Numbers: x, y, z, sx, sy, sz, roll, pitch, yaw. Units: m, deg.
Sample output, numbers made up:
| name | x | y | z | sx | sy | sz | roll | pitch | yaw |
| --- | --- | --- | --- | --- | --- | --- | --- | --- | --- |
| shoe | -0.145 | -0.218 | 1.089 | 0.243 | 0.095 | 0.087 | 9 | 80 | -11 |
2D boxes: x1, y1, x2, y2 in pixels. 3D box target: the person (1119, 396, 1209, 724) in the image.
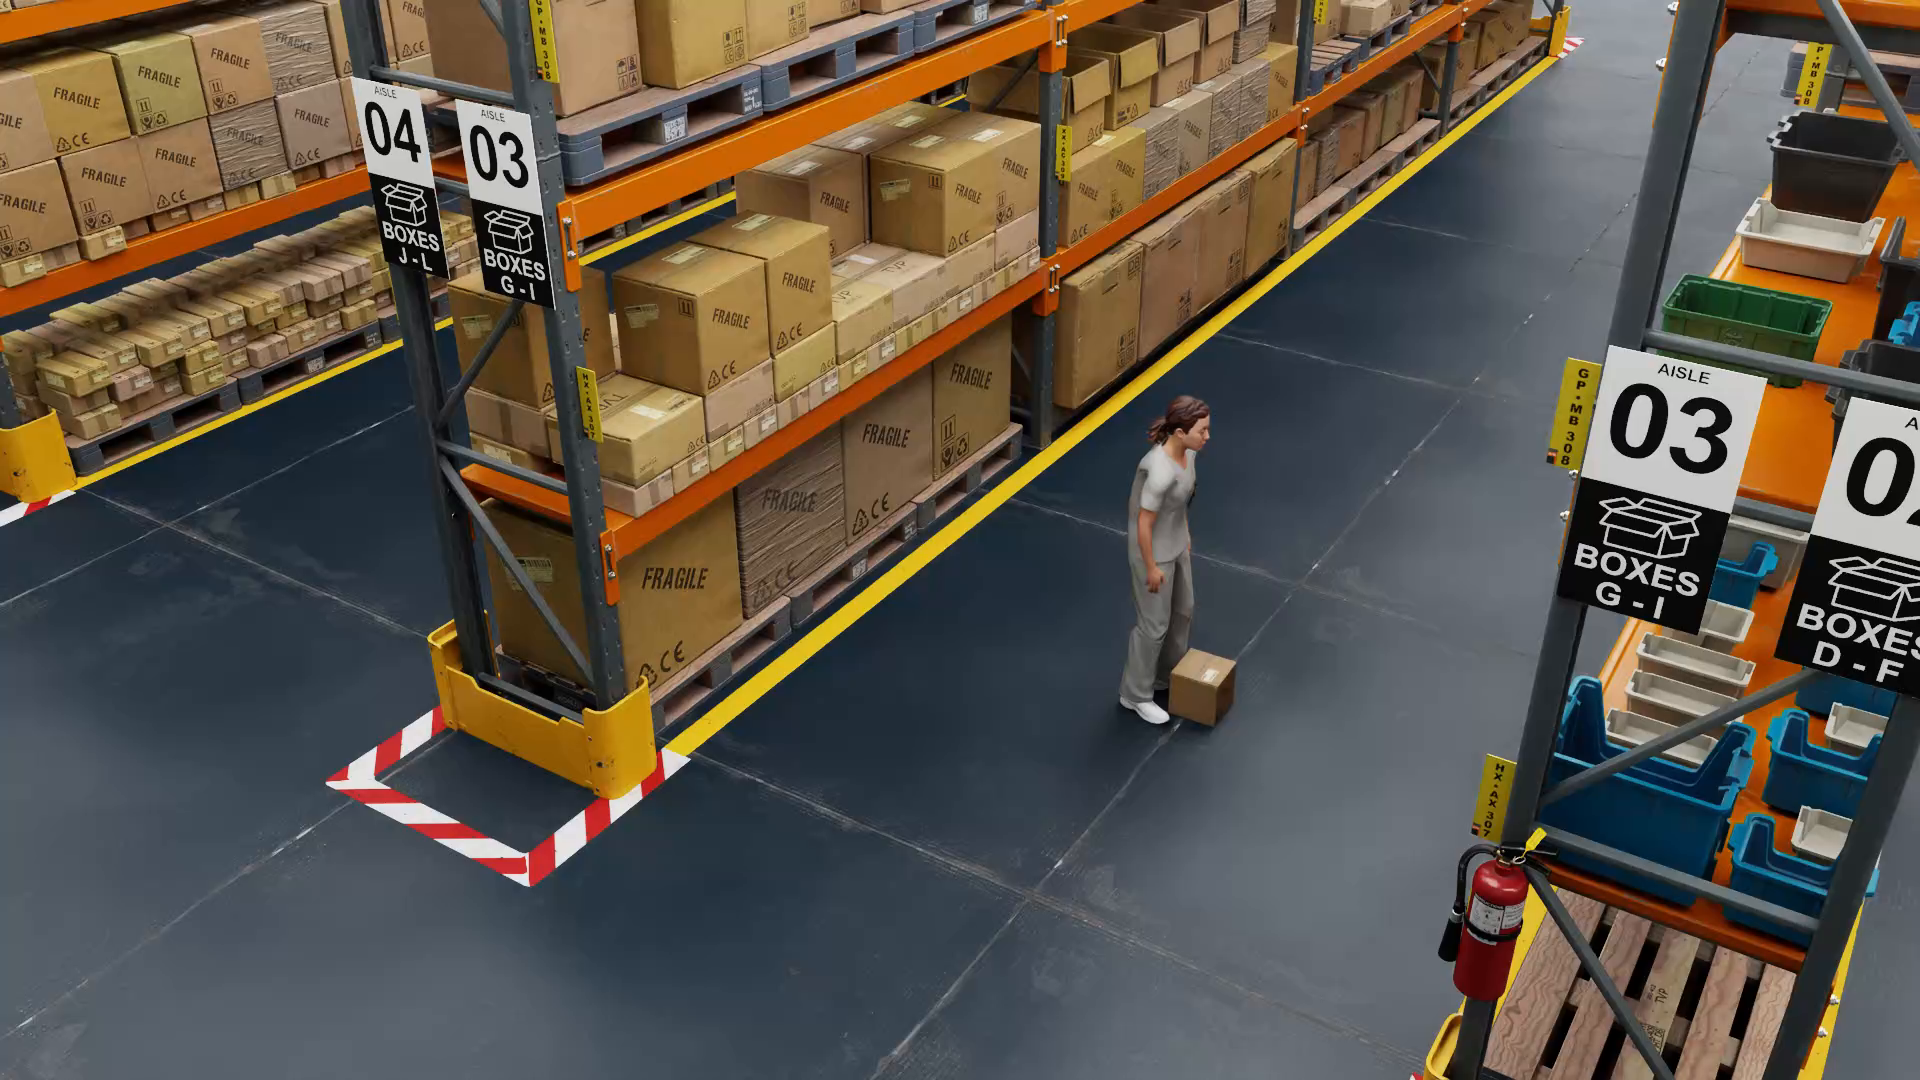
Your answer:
| name | x | y | z | sx | sy | sz | roll | pitch | yaw |
| --- | --- | --- | --- | --- | --- | --- | --- | --- | --- |
| person | 1.014 | 0.073 | 8.061 | 0.411 | 1.672 | 0.484 | 18 | 35 | 27 |
